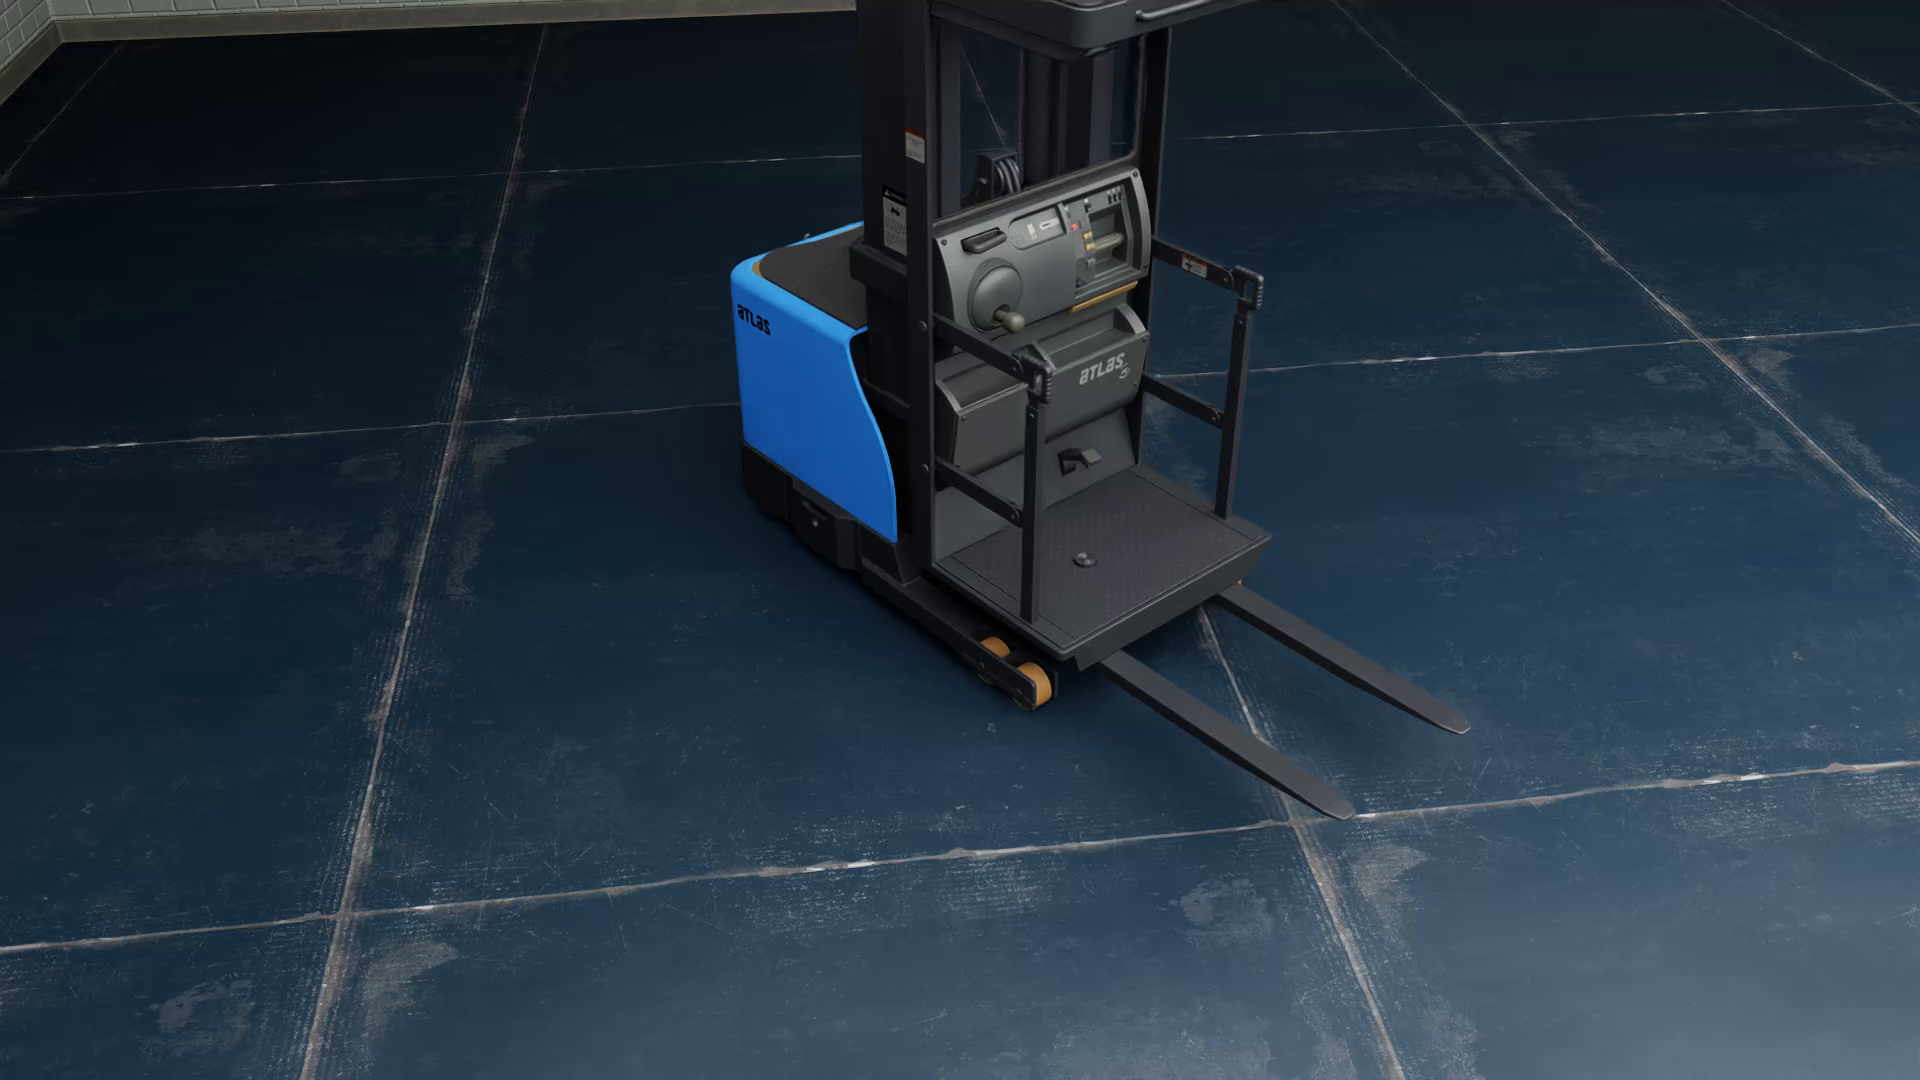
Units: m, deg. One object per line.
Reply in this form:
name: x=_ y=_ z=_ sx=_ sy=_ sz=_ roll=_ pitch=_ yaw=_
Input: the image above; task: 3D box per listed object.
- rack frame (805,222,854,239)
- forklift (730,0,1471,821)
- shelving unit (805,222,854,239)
rack frame: x=-0.536 y=-0.944 z=7.338 sx=0.240 sy=0.900 sz=0.006 roll=-21 pitch=34 yaw=-27
forklift: x=0.438 y=-0.936 z=5.521 sx=1.130 sy=2.935 sz=3.031 roll=-26 pitch=42 yaw=-33
shelving unit: x=-0.479 y=-0.904 z=7.264 sx=0.258 sy=0.900 sz=0.210 roll=-21 pitch=34 yaw=-27
